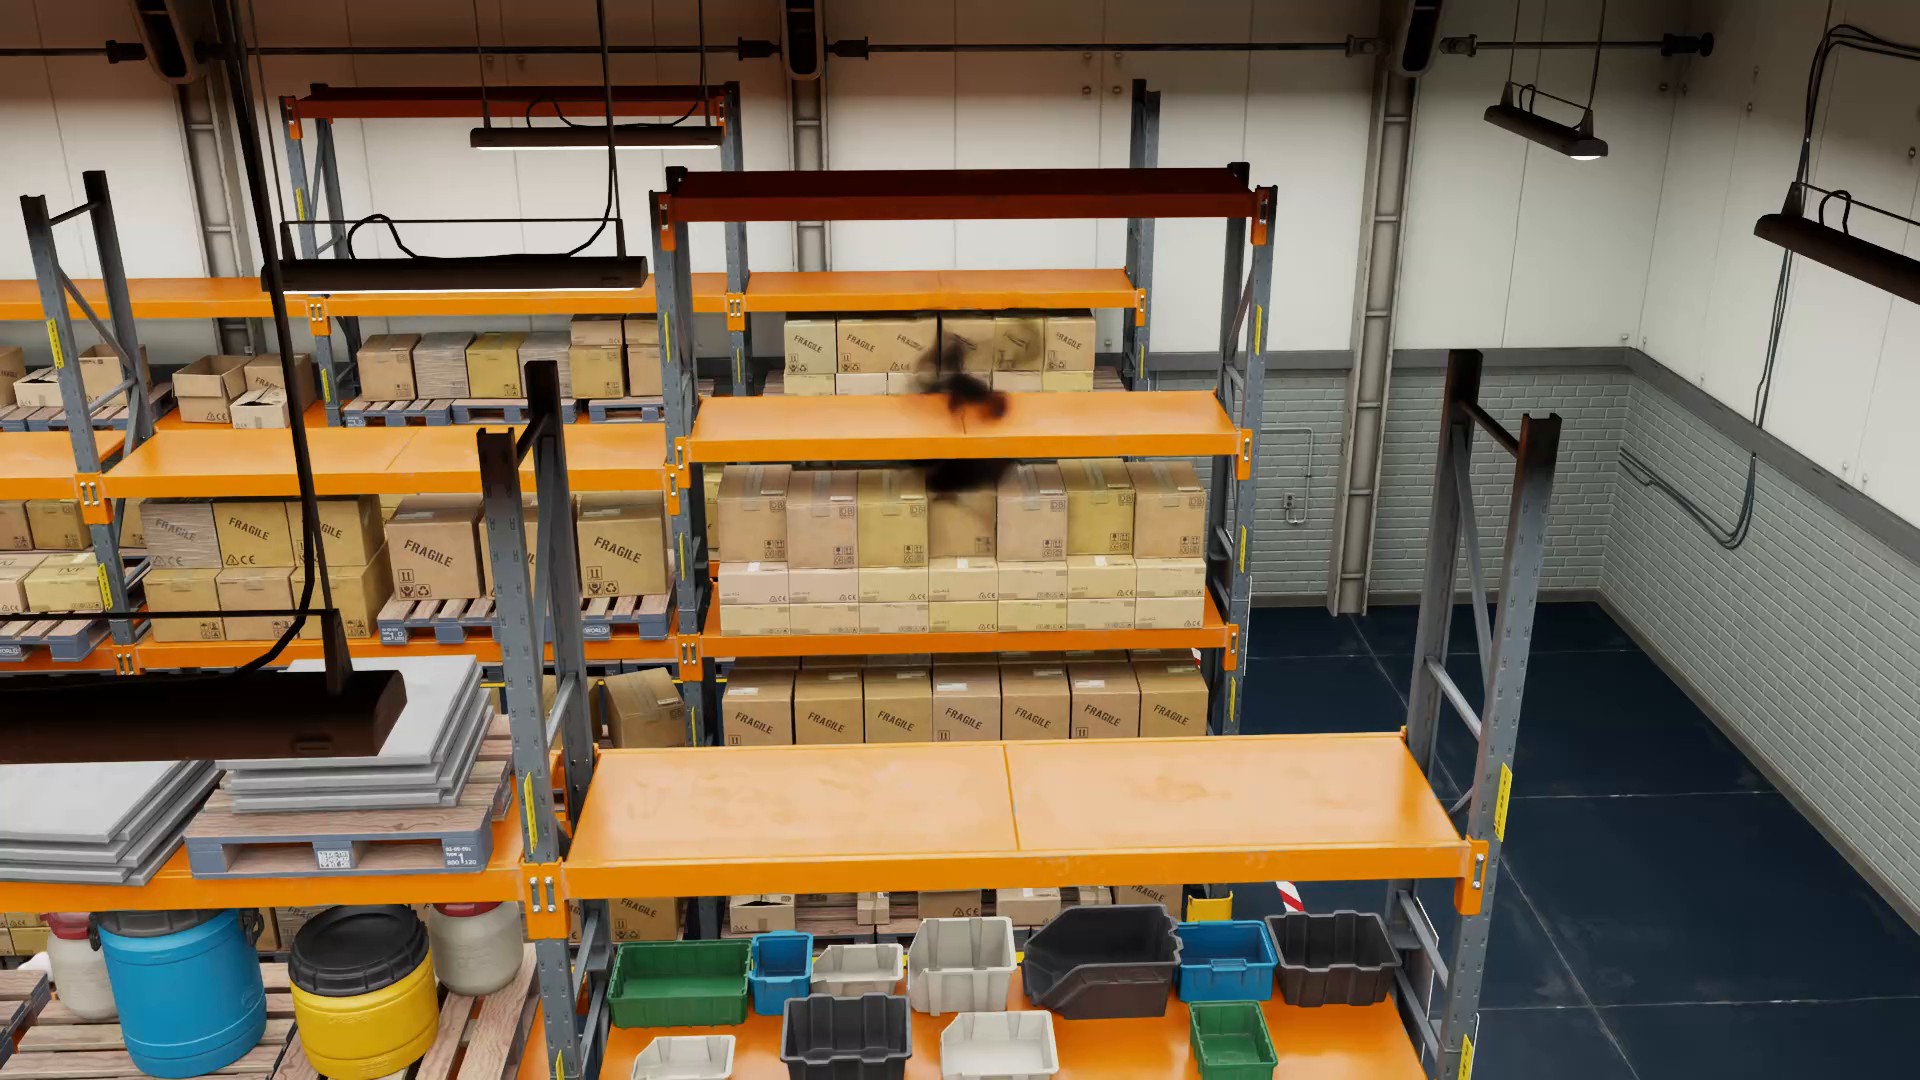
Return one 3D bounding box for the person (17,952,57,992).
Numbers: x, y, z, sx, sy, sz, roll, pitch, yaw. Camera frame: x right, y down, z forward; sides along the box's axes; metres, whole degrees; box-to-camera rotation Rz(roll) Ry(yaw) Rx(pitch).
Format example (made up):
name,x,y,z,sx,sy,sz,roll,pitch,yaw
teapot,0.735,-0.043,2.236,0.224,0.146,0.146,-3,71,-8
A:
name,x,y,z,sx,sy,sz,roll,pitch,yaw
person,-5.518,3.344,10.671,0.786,1.745,0.699,-4,22,-10
